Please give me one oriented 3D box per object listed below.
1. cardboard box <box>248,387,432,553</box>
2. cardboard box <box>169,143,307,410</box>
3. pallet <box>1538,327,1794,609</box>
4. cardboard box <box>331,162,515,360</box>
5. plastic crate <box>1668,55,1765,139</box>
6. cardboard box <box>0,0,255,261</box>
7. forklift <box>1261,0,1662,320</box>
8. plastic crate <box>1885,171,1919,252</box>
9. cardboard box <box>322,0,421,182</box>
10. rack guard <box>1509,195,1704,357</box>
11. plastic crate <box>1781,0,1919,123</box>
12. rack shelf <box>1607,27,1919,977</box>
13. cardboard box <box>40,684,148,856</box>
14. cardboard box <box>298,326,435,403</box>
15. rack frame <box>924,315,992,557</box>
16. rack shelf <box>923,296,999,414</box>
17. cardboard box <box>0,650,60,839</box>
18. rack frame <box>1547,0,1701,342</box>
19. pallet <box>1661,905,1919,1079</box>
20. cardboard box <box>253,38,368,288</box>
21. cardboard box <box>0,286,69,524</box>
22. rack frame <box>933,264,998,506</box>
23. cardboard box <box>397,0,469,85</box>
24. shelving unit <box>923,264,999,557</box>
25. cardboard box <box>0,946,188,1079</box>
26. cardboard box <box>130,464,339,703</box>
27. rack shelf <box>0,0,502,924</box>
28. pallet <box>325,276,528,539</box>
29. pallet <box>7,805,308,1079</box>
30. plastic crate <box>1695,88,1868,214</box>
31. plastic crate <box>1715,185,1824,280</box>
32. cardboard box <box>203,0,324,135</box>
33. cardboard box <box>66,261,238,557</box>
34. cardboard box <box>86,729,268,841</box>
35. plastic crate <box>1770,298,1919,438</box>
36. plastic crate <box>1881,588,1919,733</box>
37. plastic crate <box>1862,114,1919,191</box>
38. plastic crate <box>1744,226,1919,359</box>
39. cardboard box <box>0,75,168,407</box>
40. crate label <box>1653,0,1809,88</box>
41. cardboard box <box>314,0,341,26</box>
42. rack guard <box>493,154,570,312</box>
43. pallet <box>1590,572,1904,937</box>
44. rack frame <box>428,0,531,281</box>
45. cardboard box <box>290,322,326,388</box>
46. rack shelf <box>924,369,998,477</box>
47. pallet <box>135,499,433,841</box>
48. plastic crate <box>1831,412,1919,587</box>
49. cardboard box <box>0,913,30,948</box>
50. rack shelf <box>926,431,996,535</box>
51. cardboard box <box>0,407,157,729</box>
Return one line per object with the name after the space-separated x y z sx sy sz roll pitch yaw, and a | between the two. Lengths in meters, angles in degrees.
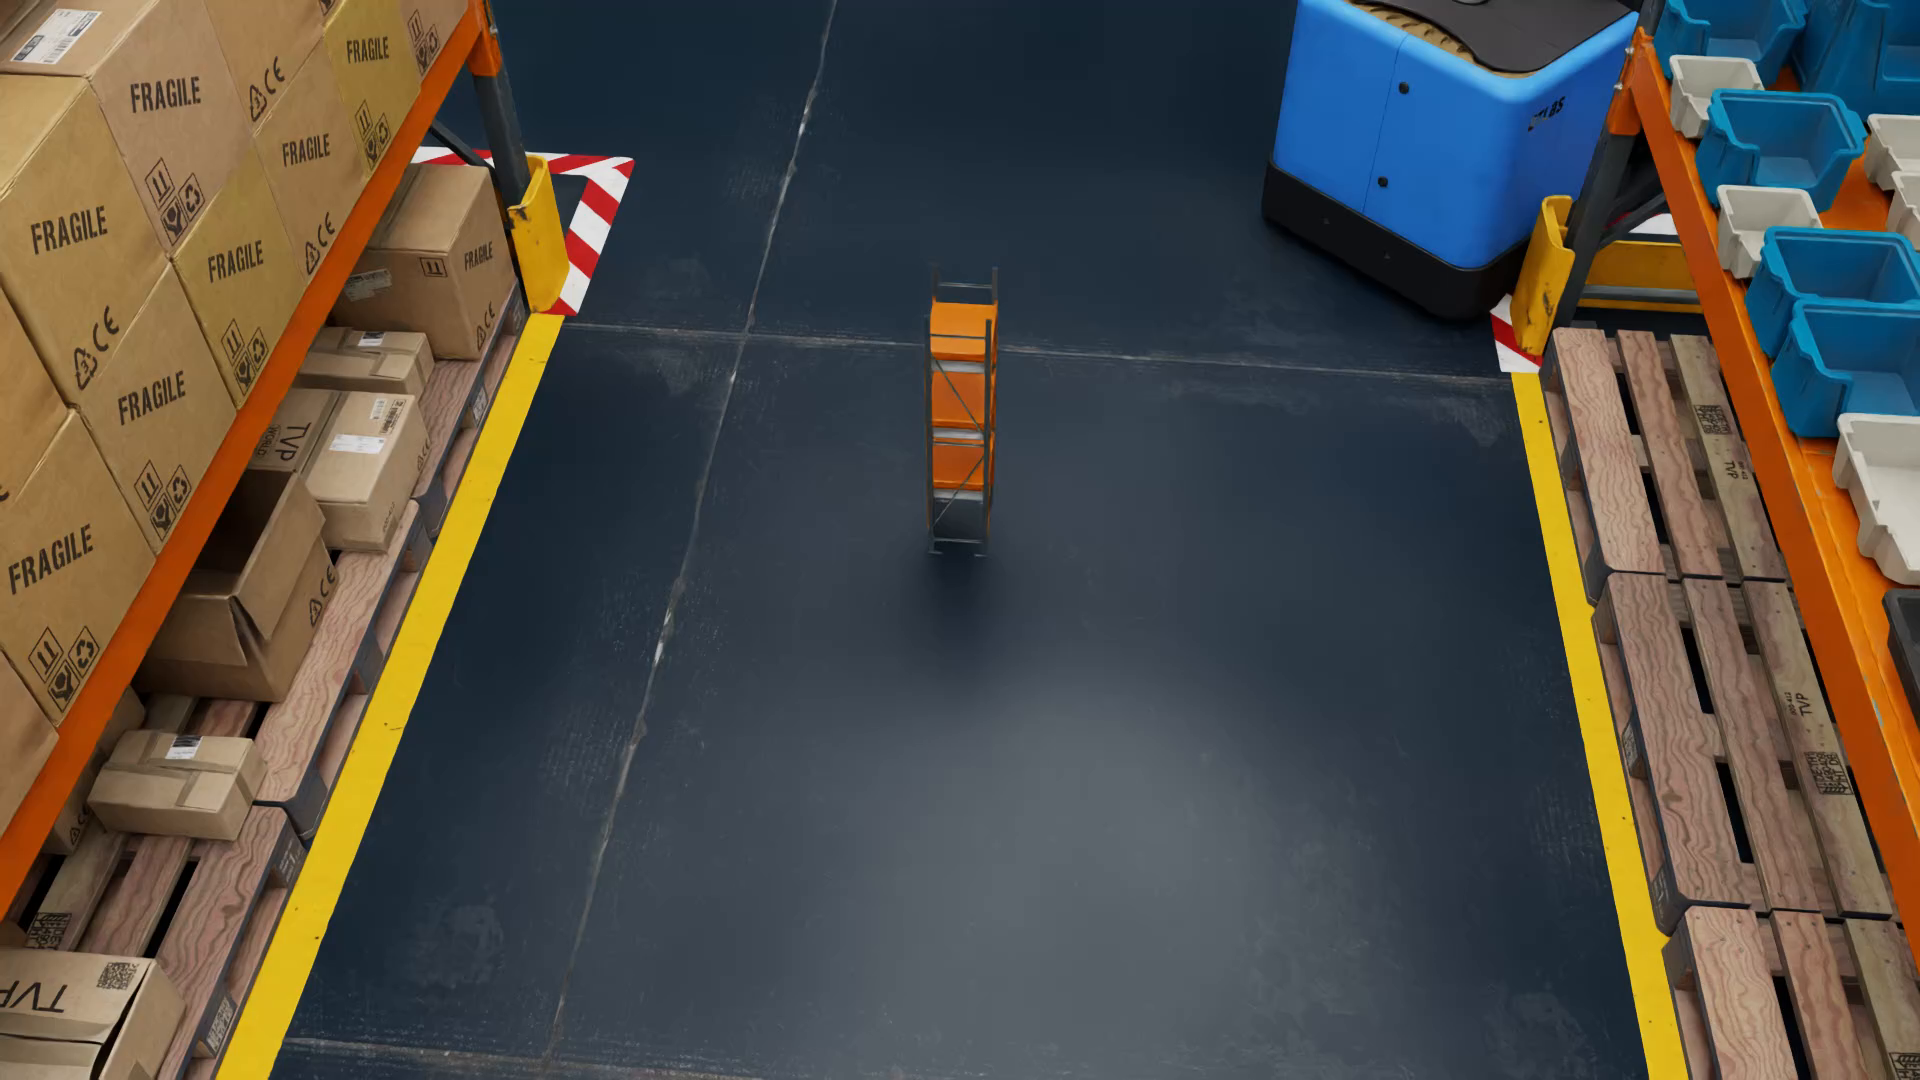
-2.092 -0.238 5.500 0.500 0.250 0.500 4 48 4 | cardboard box
-2.082 -0.698 4.288 0.500 0.500 0.500 3 48 3 | cardboard box
2.647 -0.249 5.835 1.003 0.211 1.213 4 48 4 | pallet
-1.976 -1.018 6.044 0.500 0.500 0.500 4 48 4 | cardboard box
2.299 -1.335 5.077 0.250 0.136 0.298 4 48 4 | plastic crate
-2.073 -1.025 3.909 0.500 0.500 0.500 5 48 5 | cardboard box
2.680 -2.796 6.321 3.031 2.935 1.130 -34 56 -27 | forklift
2.826 -0.901 4.680 0.396 0.136 0.243 4 48 4 | plastic crate
-1.985 -1.434 4.961 0.500 0.500 0.500 4 48 4 | cardboard box
2.750 -0.968 6.297 1.175 0.500 0.348 4 48 4 | rack guard
2.916 -1.567 5.086 0.616 0.435 0.499 4 48 4 | plastic crate
2.579 -0.081 4.279 1.077 0.370 4.000 4 48 4 | rack shelf
-2.698 0.580 4.711 0.500 0.311 0.500 4 48 4 | cardboard box
-2.102 -0.614 5.901 0.380 0.166 0.250 4 48 4 | cardboard box
-0.006 -0.304 5.317 0.200 1.050 0.008 4 48 4 | rack frame
0.005 -0.578 5.197 0.215 0.259 0.240 4 48 4 | rack shelf
-2.218 0.420 3.265 0.500 0.500 0.500 5 48 5 | cardboard box
2.761 -1.794 5.358 1.000 3.000 0.127 4 48 4 | rack frame
2.425 1.544 4.195 1.003 0.211 1.213 4 48 4 | pallet
-2.036 -1.068 4.626 0.500 0.500 0.500 4 48 4 | cardboard box
-2.166 -0.268 3.217 0.500 0.500 0.500 3 48 2 | cardboard box
0.016 -0.483 5.481 0.200 1.050 0.008 4 48 4 | rack frame
-1.941 -1.816 5.310 0.500 0.500 0.500 5 48 5 | cardboard box
0.005 -0.394 5.399 0.215 1.050 0.252 4 48 4 | shelving unit
-2.282 1.275 4.075 0.500 0.311 0.500 4 48 4 | cardboard box
-2.370 0.123 4.998 0.797 0.503 0.637 4 48 4 | cardboard box
-2.354 -0.417 4.586 1.077 0.370 4.000 4 48 4 | rack shelf
-2.250 -0.546 6.107 1.003 0.211 1.213 4 48 4 | pallet
-2.472 1.246 4.467 1.003 0.211 1.213 4 48 4 | pallet
2.351 -1.114 4.809 0.416 0.233 0.300 4 48 4 | plastic crate
2.237 -0.837 4.621 0.250 0.136 0.298 4 48 4 | plastic crate
-2.026 -1.402 4.255 0.500 0.500 0.500 5 48 5 | cardboard box
-2.127 -0.324 3.946 0.500 0.500 0.500 4 48 3 | cardboard box
-2.213 0.687 4.710 0.380 0.166 0.250 4 48 4 | cardboard box
2.263 -0.410 4.165 0.416 0.233 0.300 4 48 4 | plastic crate
2.231 0.378 3.517 0.437 0.125 0.590 4 48 4 | plastic crate
2.867 -1.113 4.874 0.396 0.136 0.243 4 48 4 | plastic crate
2.291 -0.630 4.367 0.416 0.233 0.300 4 48 4 | plastic crate
-2.119 -0.645 3.562 0.500 0.500 0.500 3 48 2 | cardboard box
2.411 -1.598 5.252 0.416 0.233 0.303 4 48 4 | crate label
-1.983 -1.784 4.603 0.500 0.500 0.500 5 48 5 | cardboard box
-2.178 -1.230 6.536 1.175 0.500 0.348 4 48 4 | rack guard
2.533 0.645 5.017 1.003 0.211 1.213 4 48 4 | pallet
-2.172 -2.129 5.665 1.000 3.000 0.127 4 48 4 | rack frame
-2.549 -0.602 5.833 0.500 0.250 0.500 4 48 4 | cardboard box
0.005 -0.386 5.406 0.215 0.259 0.240 4 48 4 | rack shelf
-2.364 0.348 5.289 1.003 0.211 1.213 4 48 4 | pallet
2.256 -0.085 3.933 0.293 0.136 0.466 4 48 4 | plastic crate
-2.767 1.067 4.137 0.500 0.500 0.500 4 48 4 | cardboard box
0.005 -0.199 5.611 0.215 0.259 0.240 4 48 4 | rack shelf
-2.175 0.043 3.610 0.500 0.500 0.500 5 48 4 | cardboard box
